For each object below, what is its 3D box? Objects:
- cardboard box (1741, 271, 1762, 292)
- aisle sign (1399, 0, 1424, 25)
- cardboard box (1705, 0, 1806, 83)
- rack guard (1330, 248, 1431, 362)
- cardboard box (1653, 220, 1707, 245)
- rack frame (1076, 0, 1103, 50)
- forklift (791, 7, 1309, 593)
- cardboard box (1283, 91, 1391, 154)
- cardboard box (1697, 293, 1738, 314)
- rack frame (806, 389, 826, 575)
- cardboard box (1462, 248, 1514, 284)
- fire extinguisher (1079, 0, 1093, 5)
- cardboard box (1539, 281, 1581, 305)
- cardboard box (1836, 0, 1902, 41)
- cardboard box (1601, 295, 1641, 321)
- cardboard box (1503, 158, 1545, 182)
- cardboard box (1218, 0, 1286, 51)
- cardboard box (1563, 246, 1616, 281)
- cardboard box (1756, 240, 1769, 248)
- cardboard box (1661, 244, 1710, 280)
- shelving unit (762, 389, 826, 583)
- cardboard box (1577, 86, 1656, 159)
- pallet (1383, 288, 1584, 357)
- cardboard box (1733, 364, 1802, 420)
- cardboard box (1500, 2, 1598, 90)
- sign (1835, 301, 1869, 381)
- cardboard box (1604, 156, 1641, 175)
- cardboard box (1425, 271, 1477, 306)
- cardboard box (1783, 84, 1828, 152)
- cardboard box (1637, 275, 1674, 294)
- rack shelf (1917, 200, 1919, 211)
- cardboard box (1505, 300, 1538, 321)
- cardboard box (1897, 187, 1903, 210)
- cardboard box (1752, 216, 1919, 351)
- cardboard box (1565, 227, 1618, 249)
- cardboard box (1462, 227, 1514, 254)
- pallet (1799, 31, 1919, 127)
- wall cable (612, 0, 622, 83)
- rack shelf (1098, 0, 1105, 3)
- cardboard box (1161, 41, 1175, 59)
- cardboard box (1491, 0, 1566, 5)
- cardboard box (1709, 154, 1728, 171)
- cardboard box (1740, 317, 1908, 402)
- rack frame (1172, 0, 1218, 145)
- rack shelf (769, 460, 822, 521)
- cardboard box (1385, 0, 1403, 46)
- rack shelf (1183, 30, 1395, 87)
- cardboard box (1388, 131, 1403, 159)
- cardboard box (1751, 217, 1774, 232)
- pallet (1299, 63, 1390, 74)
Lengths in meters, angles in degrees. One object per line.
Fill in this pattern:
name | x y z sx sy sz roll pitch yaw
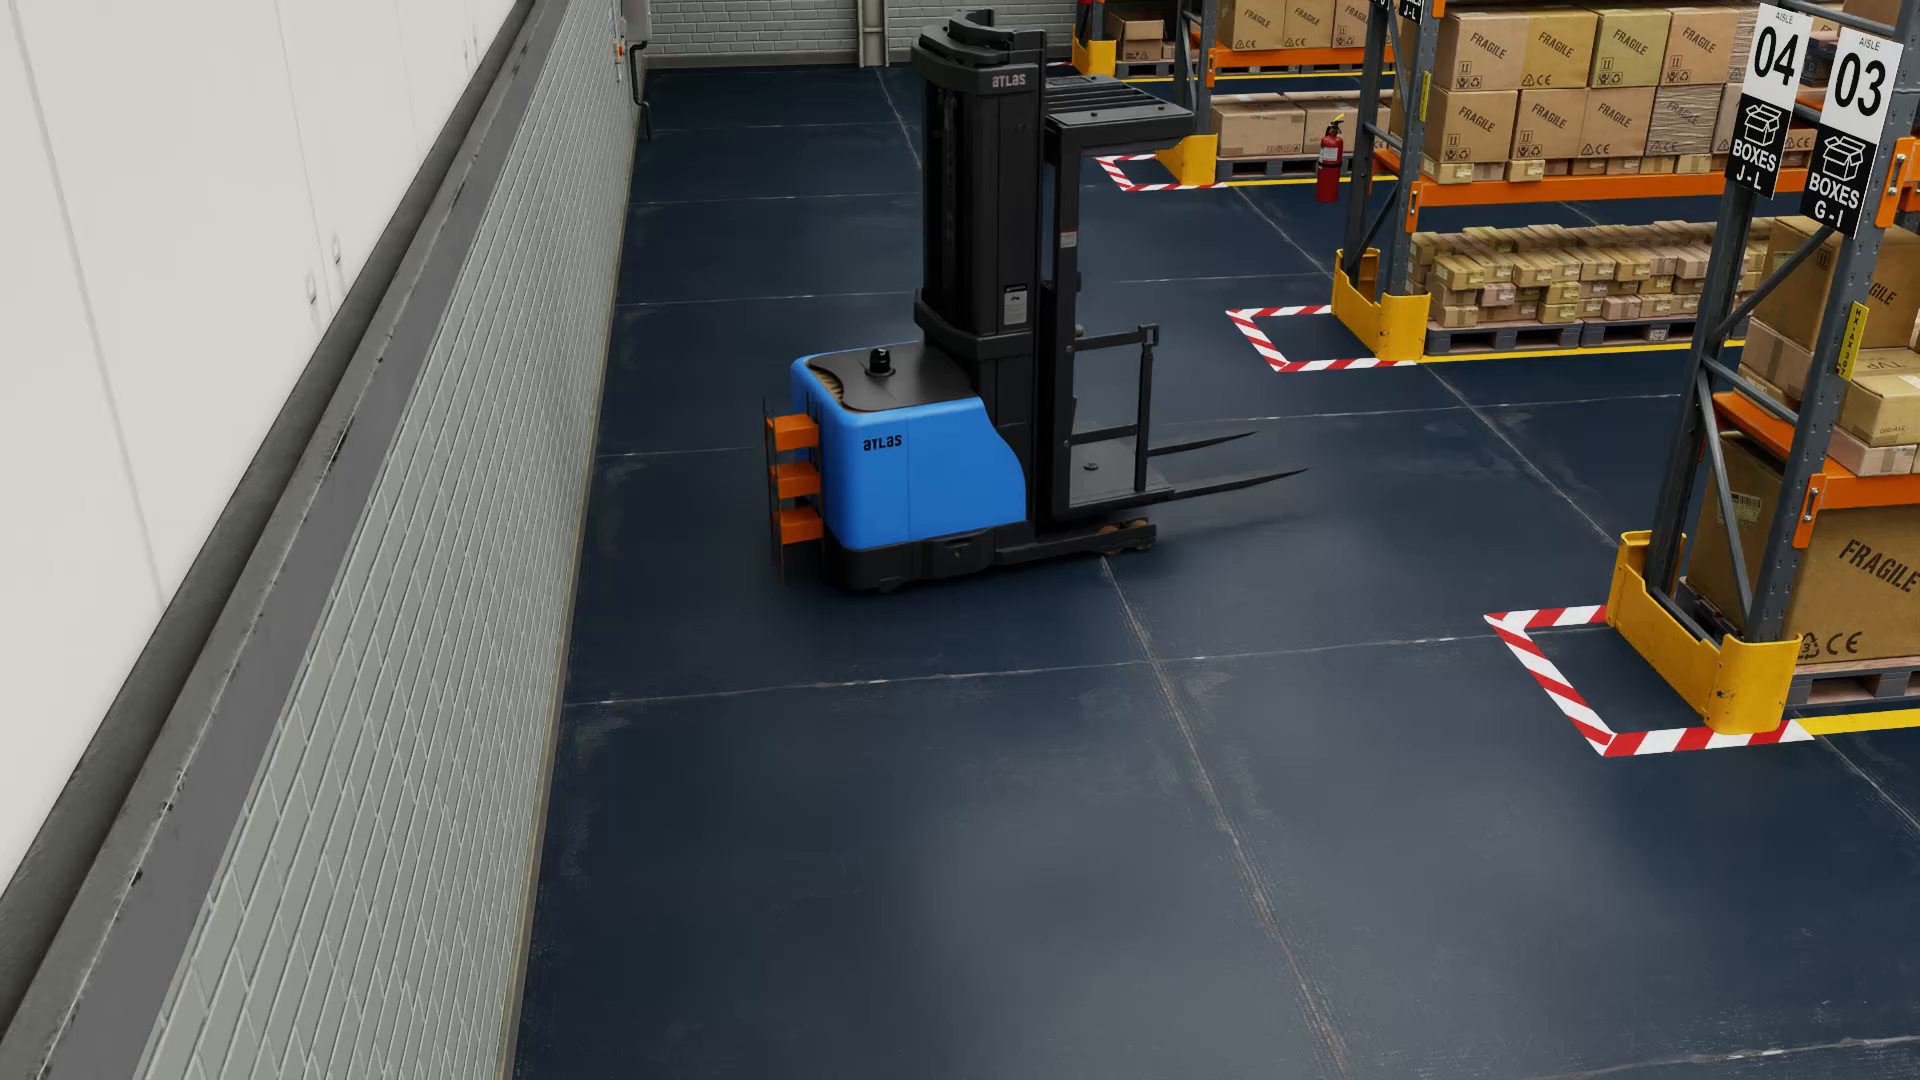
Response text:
cardboard box | 6.034 -2.046 12.789 0.250 0.149 0.380 -3 27 -7
aisle sign | 3.101 -3.940 11.296 0.004 0.787 0.394 -4 27 -7
cardboard box | 5.645 -3.587 11.923 0.500 0.500 0.500 -3 27 -6
rack guard | 3.207 -1.817 12.743 0.348 0.500 1.175 -4 27 -7
cardboard box | 5.680 -2.398 13.149 0.250 0.149 0.380 -3 27 -6
rack frame | 1.647 -7.399 20.884 0.127 3.000 1.000 -4 27 -7
forklift | 0.599 -1.430 9.326 3.031 2.935 1.130 -10 29 -19
cardboard box | 3.887 -4.351 17.291 0.875 0.438 0.875 -3 27 -6
cardboard box | 5.727 -1.852 12.737 0.250 0.149 0.380 -4 27 -7
rack frame | -0.797 -0.313 9.209 0.008 1.050 0.200 -10 29 -19
cardboard box | 3.954 -2.059 12.488 0.250 0.149 0.380 -3 27 -6
fire extinguisher | 1.566 -6.980 20.562 0.183 0.674 0.296 -4 27 -7
cardboard box | 4.465 -1.907 12.517 0.250 0.149 0.380 -3 27 -6
cardboard box | 4.230 -2.343 7.066 0.500 0.500 0.700 -5 28 -10
cardboard box | 4.955 -1.806 12.647 0.250 0.149 0.380 -5 28 -10
cardboard box | 4.018 -2.712 12.026 0.250 0.149 0.380 -4 27 -9
cardboard box | 2.857 -5.101 16.295 0.500 0.500 0.500 -4 27 -8
cardboard box | 4.732 -2.083 12.536 0.250 0.149 0.380 -3 27 -5
cardboard box | 6.284 -2.168 12.701 0.250 0.149 0.380 -4 27 -8
cardboard box | 5.495 -2.105 12.578 0.250 0.149 0.380 -5 28 -9
shelving unit | -0.911 -0.292 9.169 0.252 1.050 0.215 -10 29 -19
cardboard box | 4.628 -3.076 12.023 0.500 0.500 0.500 -3 27 -6
pallet | 4.016 -1.724 12.878 1.213 0.211 1.003 -4 27 -7
cardboard box | 4.030 -0.735 8.172 0.250 0.149 0.380 -3 27 -6
cardboard box | 4.112 -3.489 11.734 0.500 0.500 0.500 -3 27 -6
sign | 3.794 -0.845 7.075 0.005 0.325 0.100 -4 27 -7
cardboard box | 4.776 -2.800 12.196 0.250 0.149 0.380 -4 27 -8
cardboard box | 3.686 -1.892 12.489 0.250 0.149 0.380 -3 27 -5
cardboard box | 6.139 -3.164 12.196 0.500 0.500 0.500 -4 27 -9
cardboard box | 5.246 -2.015 12.729 0.250 0.149 0.380 -2 27 -5
rack shelf | 9.073 -2.986 13.071 4.000 0.370 1.077 -4 27 -7
cardboard box | 4.188 -1.804 12.642 0.250 0.149 0.380 -3 27 -7
cardboard box | 7.795 -2.748 13.277 0.500 0.250 0.500 -4 27 -8
cardboard box | 4.169 -1.224 7.868 0.500 0.500 0.500 -3 27 -6
cardboard box | 4.916 -2.316 12.989 0.250 0.149 0.380 -5 28 -9
cardboard box | 4.116 -2.319 12.996 0.250 0.149 0.380 -4 27 -8
pallet | 4.456 -2.022 7.217 1.213 0.211 1.003 -4 27 -7
wall cable | -3.238 -5.252 15.553 0.123 1.953 0.585 -4 27 -7
rack shelf | 3.627 -7.206 21.296 4.000 0.370 1.077 -4 27 -7
cardboard box | 2.692 -6.323 21.450 0.250 0.149 0.380 -5 28 -9
cardboard box | 4.052 -3.719 12.183 0.500 0.500 0.500 -5 28 -9
cardboard box | 5.547 -2.859 12.311 0.250 0.149 0.380 -4 27 -8
cardboard box | 4.166 -0.892 8.041 0.500 0.250 0.500 -4 27 -8
rack frame | 2.342 -5.155 16.512 0.127 3.000 1.000 -4 27 -7
rack shelf | -0.911 -0.283 9.174 0.240 0.259 0.215 -10 29 -19
cardboard box | 4.354 -5.209 16.507 0.500 0.500 0.500 -3 27 -5
rack shelf | 4.323 -4.962 16.924 4.000 0.370 1.077 -4 27 -7
cardboard box | 3.415 -2.961 12.510 0.250 0.149 0.380 -4 27 -7
cardboard box | 6.442 -2.443 13.236 0.250 0.149 0.380 -2 27 -5
pallet | 4.928 -6.369 21.932 1.213 0.211 1.003 -4 27 -7
